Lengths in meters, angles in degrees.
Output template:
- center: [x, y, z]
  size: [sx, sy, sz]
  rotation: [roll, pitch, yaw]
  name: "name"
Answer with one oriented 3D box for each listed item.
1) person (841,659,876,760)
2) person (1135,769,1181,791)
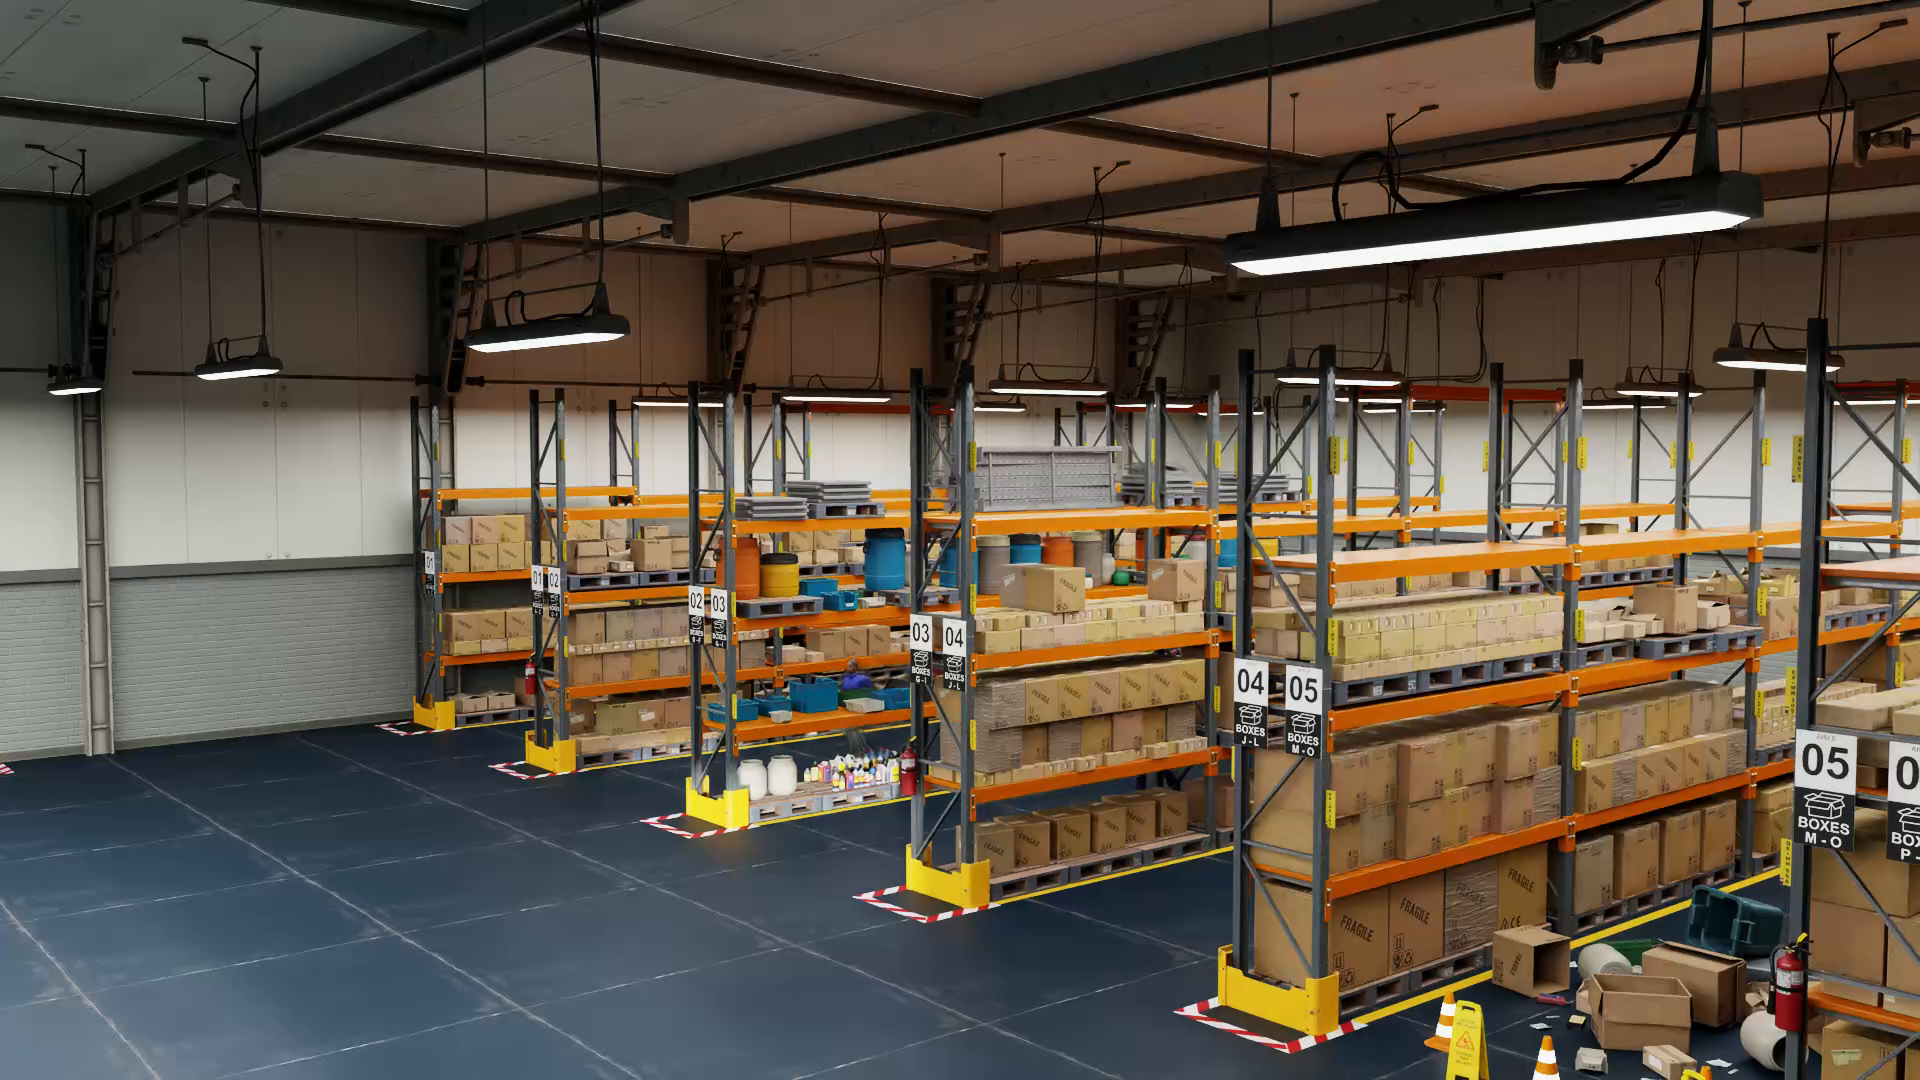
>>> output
- center: [-1.708, 2.774, 26.819]
  size: [0.718, 1.710, 0.584]
  rotation: [-3, 5, -44]
  name: "person"
- center: [2.768, 2.947, 23.512]
  size: [0.827, 1.688, 0.589]
  rotation: [-3, 5, -44]
  name: "person"
